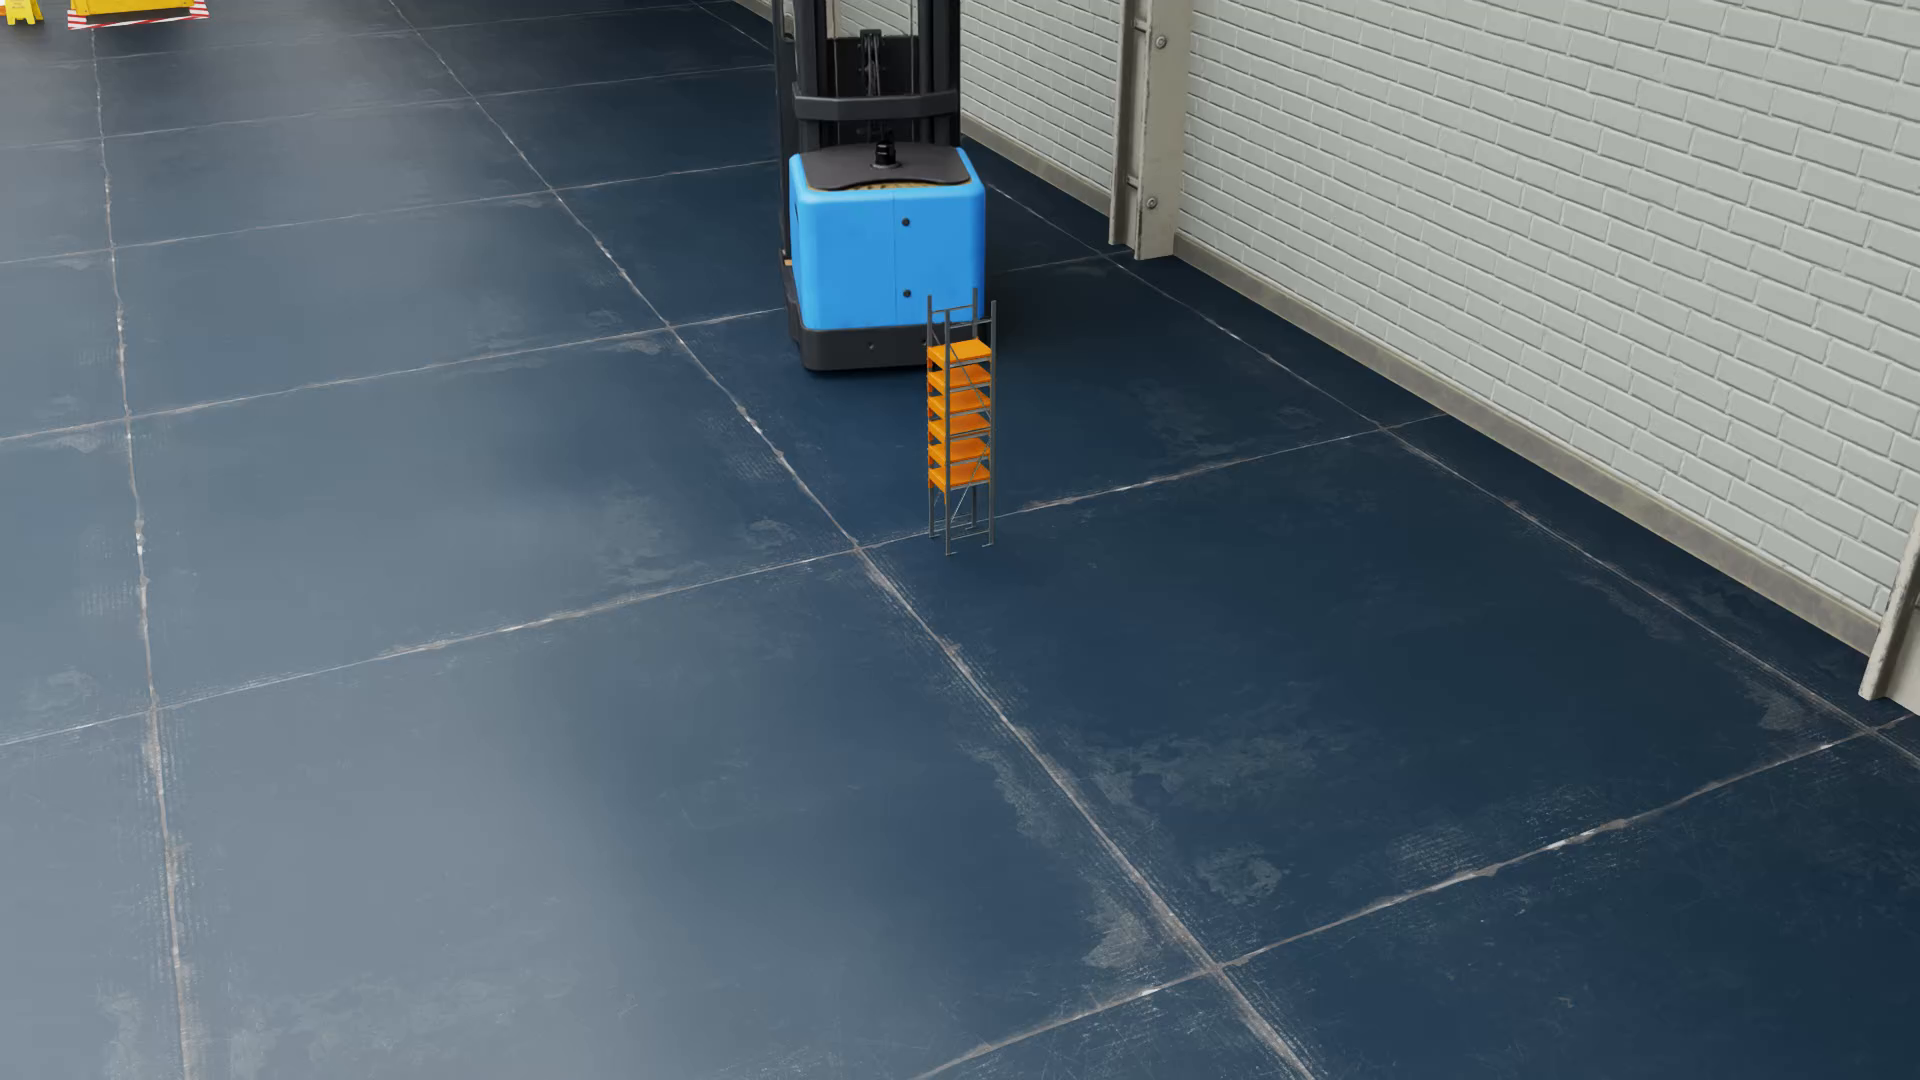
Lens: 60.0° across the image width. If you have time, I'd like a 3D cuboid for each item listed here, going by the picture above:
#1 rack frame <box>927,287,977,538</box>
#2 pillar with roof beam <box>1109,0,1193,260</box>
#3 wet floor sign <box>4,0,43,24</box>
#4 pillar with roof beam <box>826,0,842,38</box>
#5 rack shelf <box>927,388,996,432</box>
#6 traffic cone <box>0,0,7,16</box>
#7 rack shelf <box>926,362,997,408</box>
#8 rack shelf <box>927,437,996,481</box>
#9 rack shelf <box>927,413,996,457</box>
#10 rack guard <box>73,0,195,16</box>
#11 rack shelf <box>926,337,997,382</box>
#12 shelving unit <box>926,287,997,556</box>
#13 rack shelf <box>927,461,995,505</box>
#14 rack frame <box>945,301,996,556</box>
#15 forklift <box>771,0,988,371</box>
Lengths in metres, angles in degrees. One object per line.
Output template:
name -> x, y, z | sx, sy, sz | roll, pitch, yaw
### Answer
rack frame -> -0.033, -0.557, 7.517 | 0.240, 1.200, 0.006 | -13, 32, -22
pillar with roof beam -> -2.650, -5.002, 7.469 | 9.100, 9.000, 0.400 | -13, 32, -22
wet floor sign -> -9.795, -5.714, 17.280 | 0.267, 0.644, 0.232 | -3, 29, -5
pillar with roof beam -> -5.226, -7.652, 12.196 | 9.100, 9.000, 0.400 | -13, 32, -22
rack shelf -> 0.006, -0.583, 7.408 | 0.258, 0.103, 0.180 | -13, 32, -22
traffic cone -> -10.260, -5.862, 17.731 | 0.336, 0.463, 0.334 | -13, 32, -22
rack shelf -> 0.006, -0.688, 7.349 | 0.258, 0.103, 0.180 | -13, 32, -22
rack shelf -> 0.006, -0.374, 7.526 | 0.258, 0.103, 0.180 | -13, 32, -22
rack shelf -> 0.006, -0.478, 7.467 | 0.258, 0.103, 0.180 | -13, 32, -22
rack guard -> -8.943, -5.993, 17.926 | 1.175, 0.500, 0.348 | -13, 32, -22
rack shelf -> 0.006, -0.792, 7.291 | 0.258, 0.103, 0.180 | -13, 32, -22
shelving unit -> 0.006, -0.517, 7.445 | 0.258, 1.200, 0.189 | -13, 32, -22
rack shelf -> 0.006, -0.269, 7.584 | 0.258, 0.103, 0.180 | -13, 32, -22
rack frame -> 0.046, -0.477, 7.373 | 0.240, 1.200, 0.006 | -13, 32, -22
forklift -> -0.579, -2.924, 9.968 | 1.130, 2.935, 3.031 | -4, 30, -8
